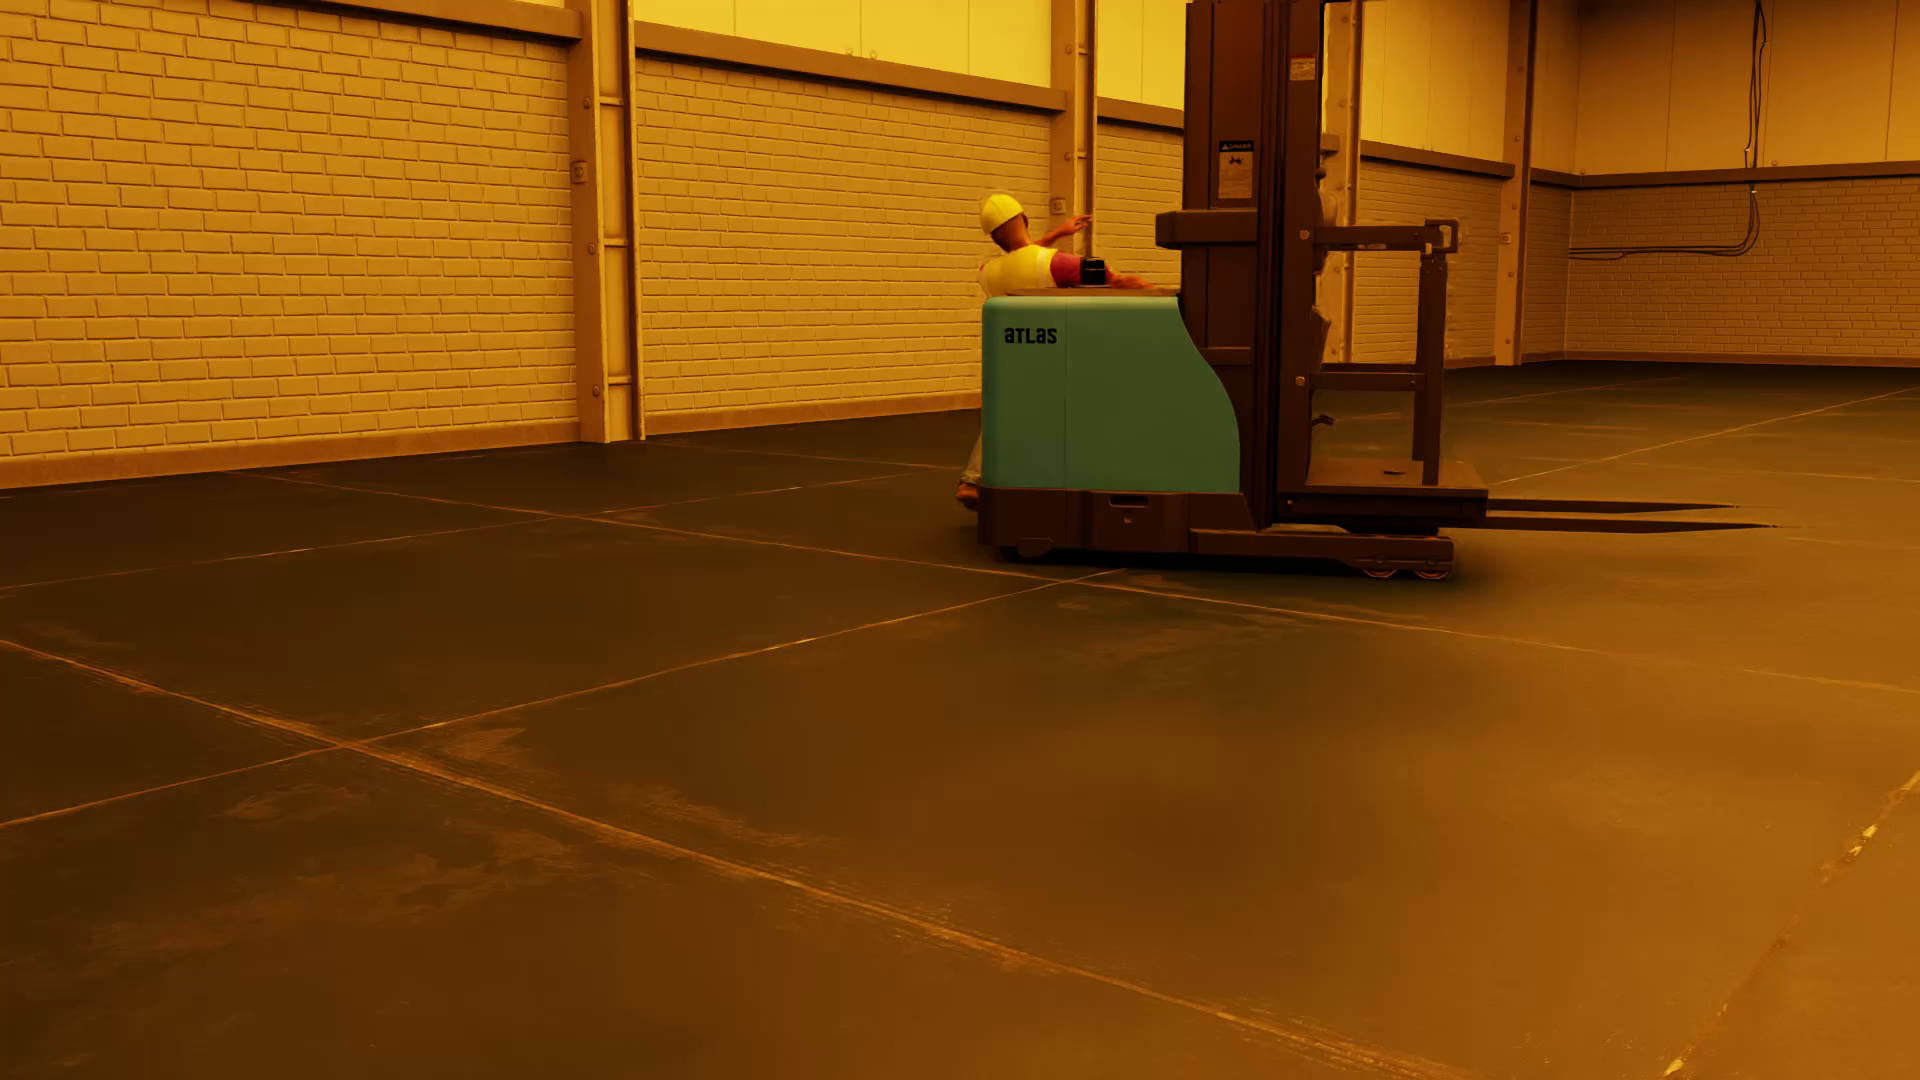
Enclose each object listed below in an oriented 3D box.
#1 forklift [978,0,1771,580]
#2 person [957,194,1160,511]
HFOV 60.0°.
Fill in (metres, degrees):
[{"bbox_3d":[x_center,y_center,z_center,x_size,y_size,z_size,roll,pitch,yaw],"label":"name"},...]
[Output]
[{"bbox_3d":[1.647,-1.381,6.722,3.031,2.935,1.130,2,9,13],"label":"forklift"},{"bbox_3d":[0.585,-0.839,7.787,1.062,1.519,0.777,4,9,23],"label":"person"}]
